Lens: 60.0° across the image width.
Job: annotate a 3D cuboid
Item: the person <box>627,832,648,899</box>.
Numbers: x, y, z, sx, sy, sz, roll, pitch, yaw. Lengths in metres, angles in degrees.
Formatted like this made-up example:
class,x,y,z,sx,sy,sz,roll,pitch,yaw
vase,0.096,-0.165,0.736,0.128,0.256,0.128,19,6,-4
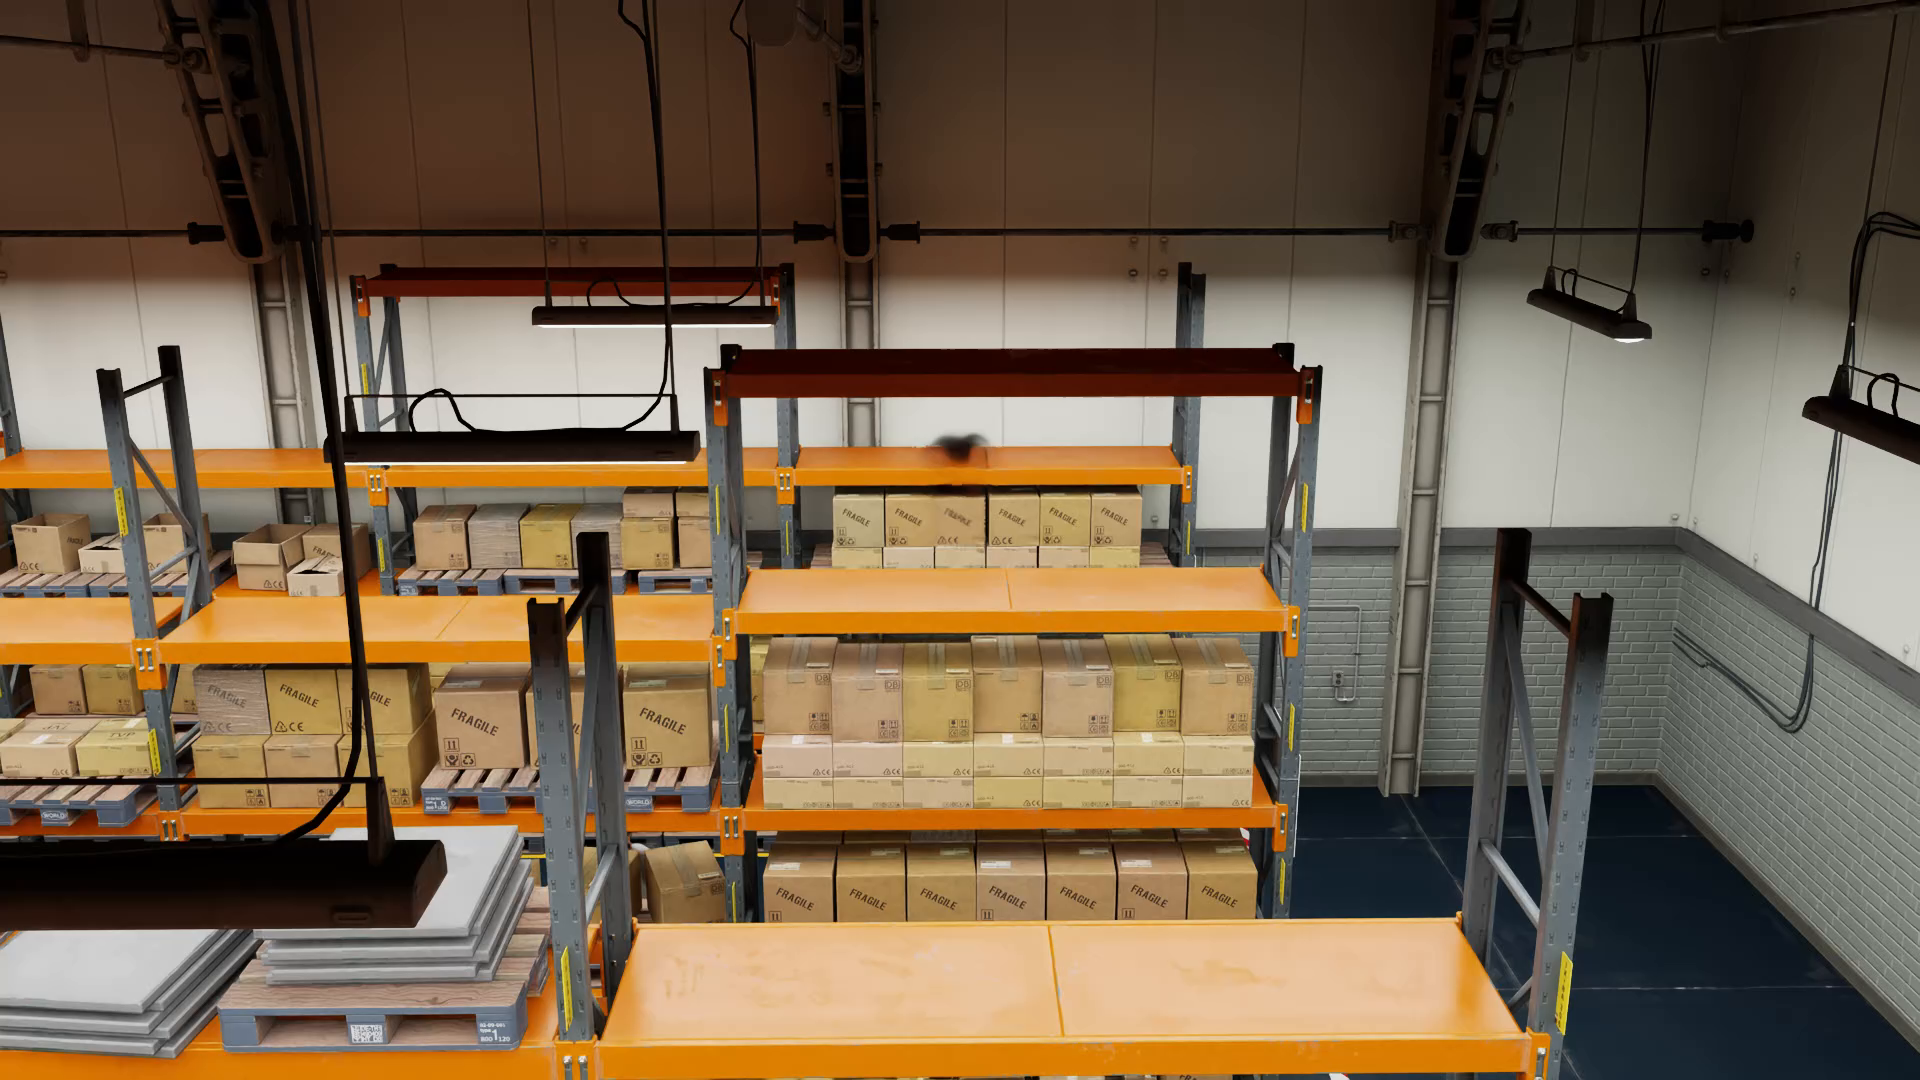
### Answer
class,x,y,z,sx,sy,sz,roll,pitch,yaw
person,-2.920,3.161,14.703,0.516,1.673,0.446,-3,16,-11
